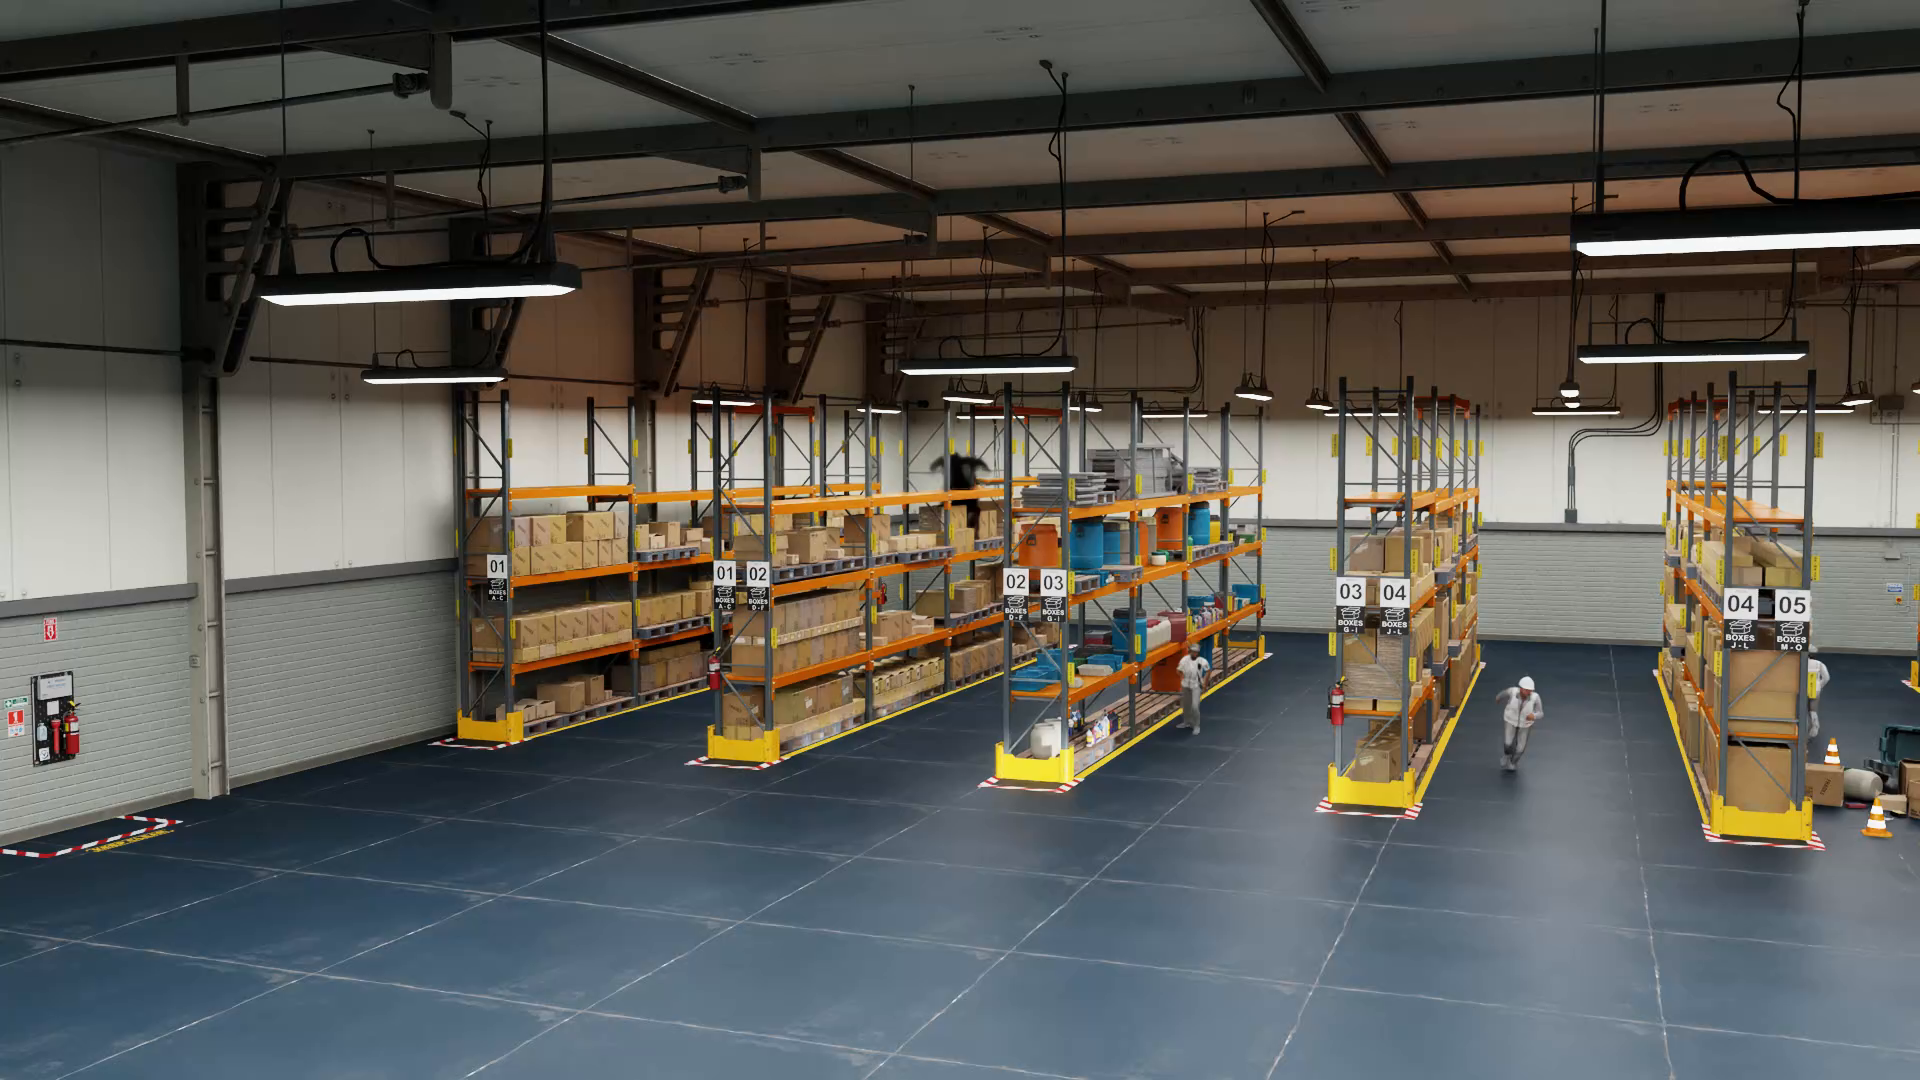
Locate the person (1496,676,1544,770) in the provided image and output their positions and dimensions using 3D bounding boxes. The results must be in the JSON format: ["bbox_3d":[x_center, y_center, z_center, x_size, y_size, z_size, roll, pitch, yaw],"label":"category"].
[{"bbox_3d":[8.579,2.820,25.486,0.657,1.532,1.009,1,3,13],"label":"person"}]

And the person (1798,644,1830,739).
[{"bbox_3d":[14.625,2.623,28.589,0.615,1.628,0.588,1,3,17],"label":"person"}]

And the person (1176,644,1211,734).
[{"bbox_3d":[4.068,2.610,29.385,0.658,1.619,0.827,2,4,28],"label":"person"}]
